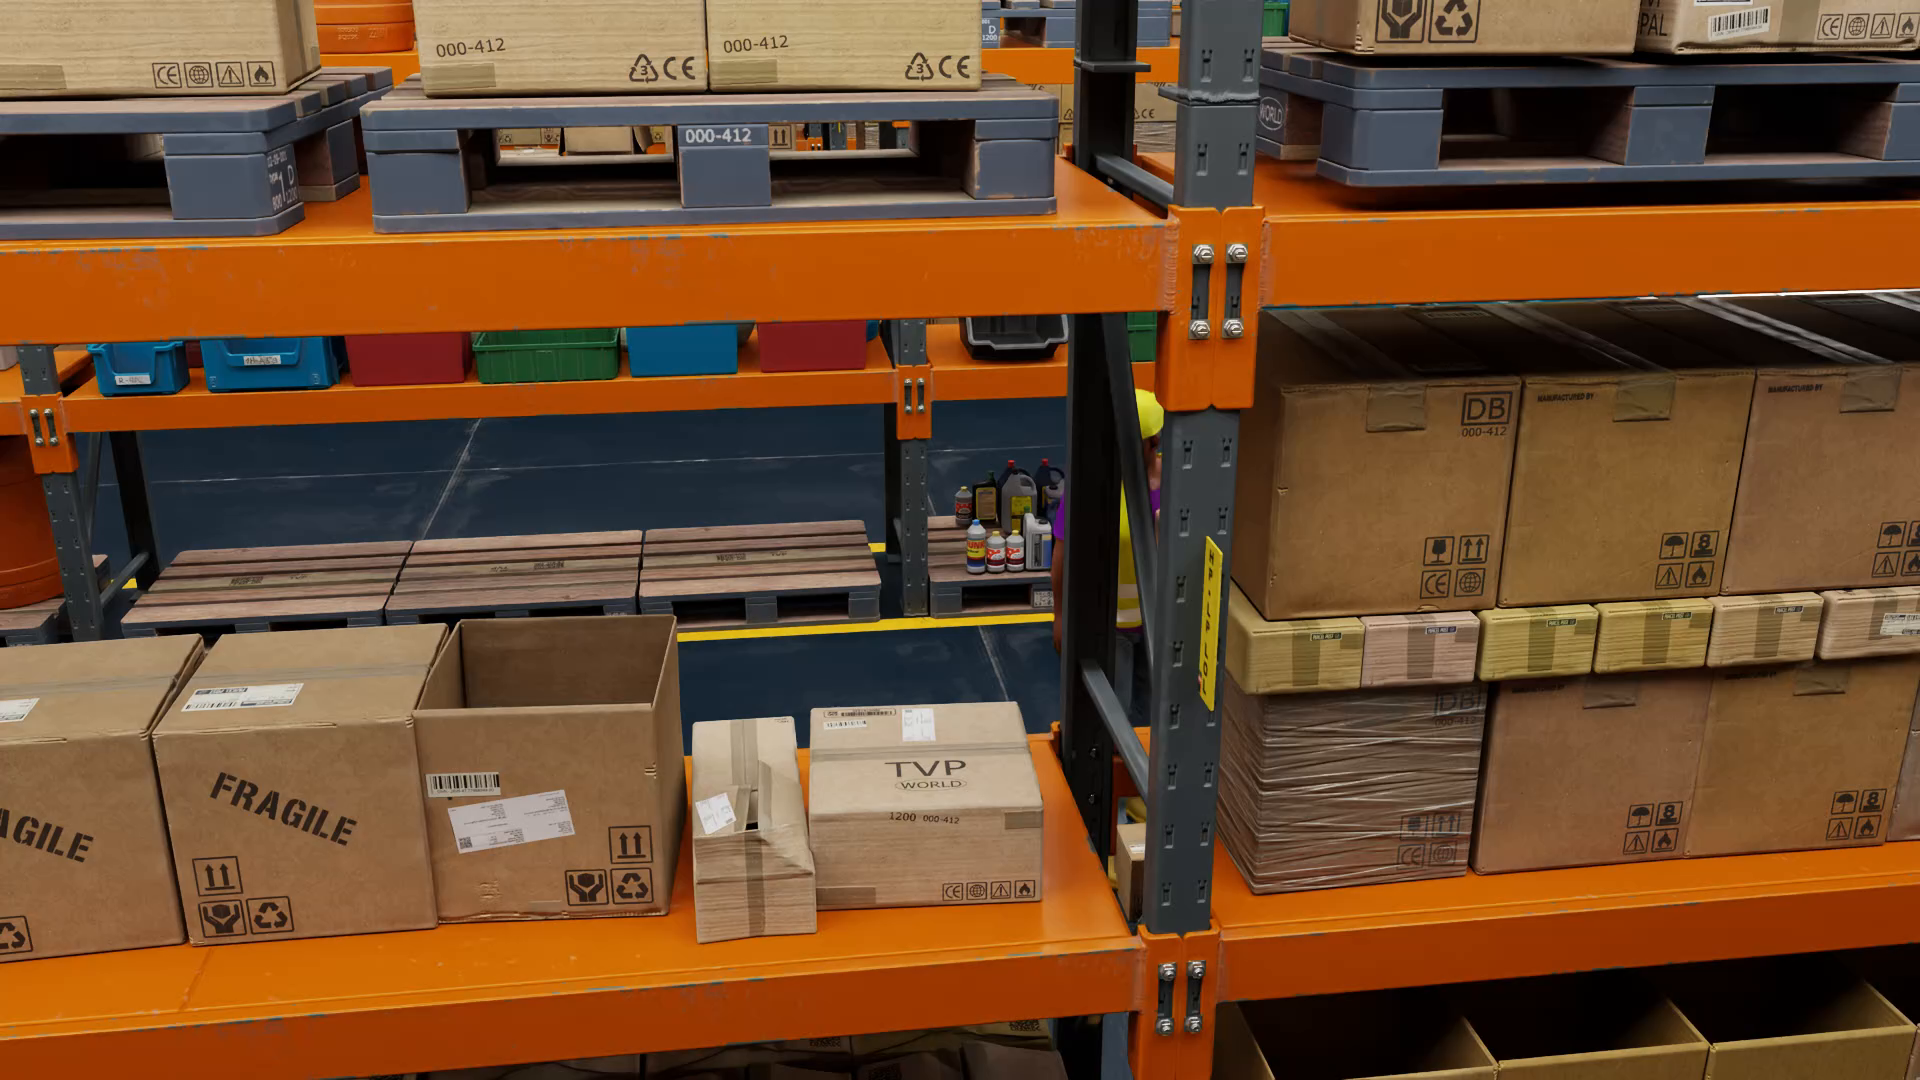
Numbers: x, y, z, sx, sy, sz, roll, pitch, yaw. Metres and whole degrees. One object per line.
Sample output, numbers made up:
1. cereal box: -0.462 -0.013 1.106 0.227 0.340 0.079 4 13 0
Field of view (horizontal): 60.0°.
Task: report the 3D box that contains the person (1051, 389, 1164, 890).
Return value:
1. person: 0.694 0.319 6.082 0.630 1.756 0.668 -6 21 -17
